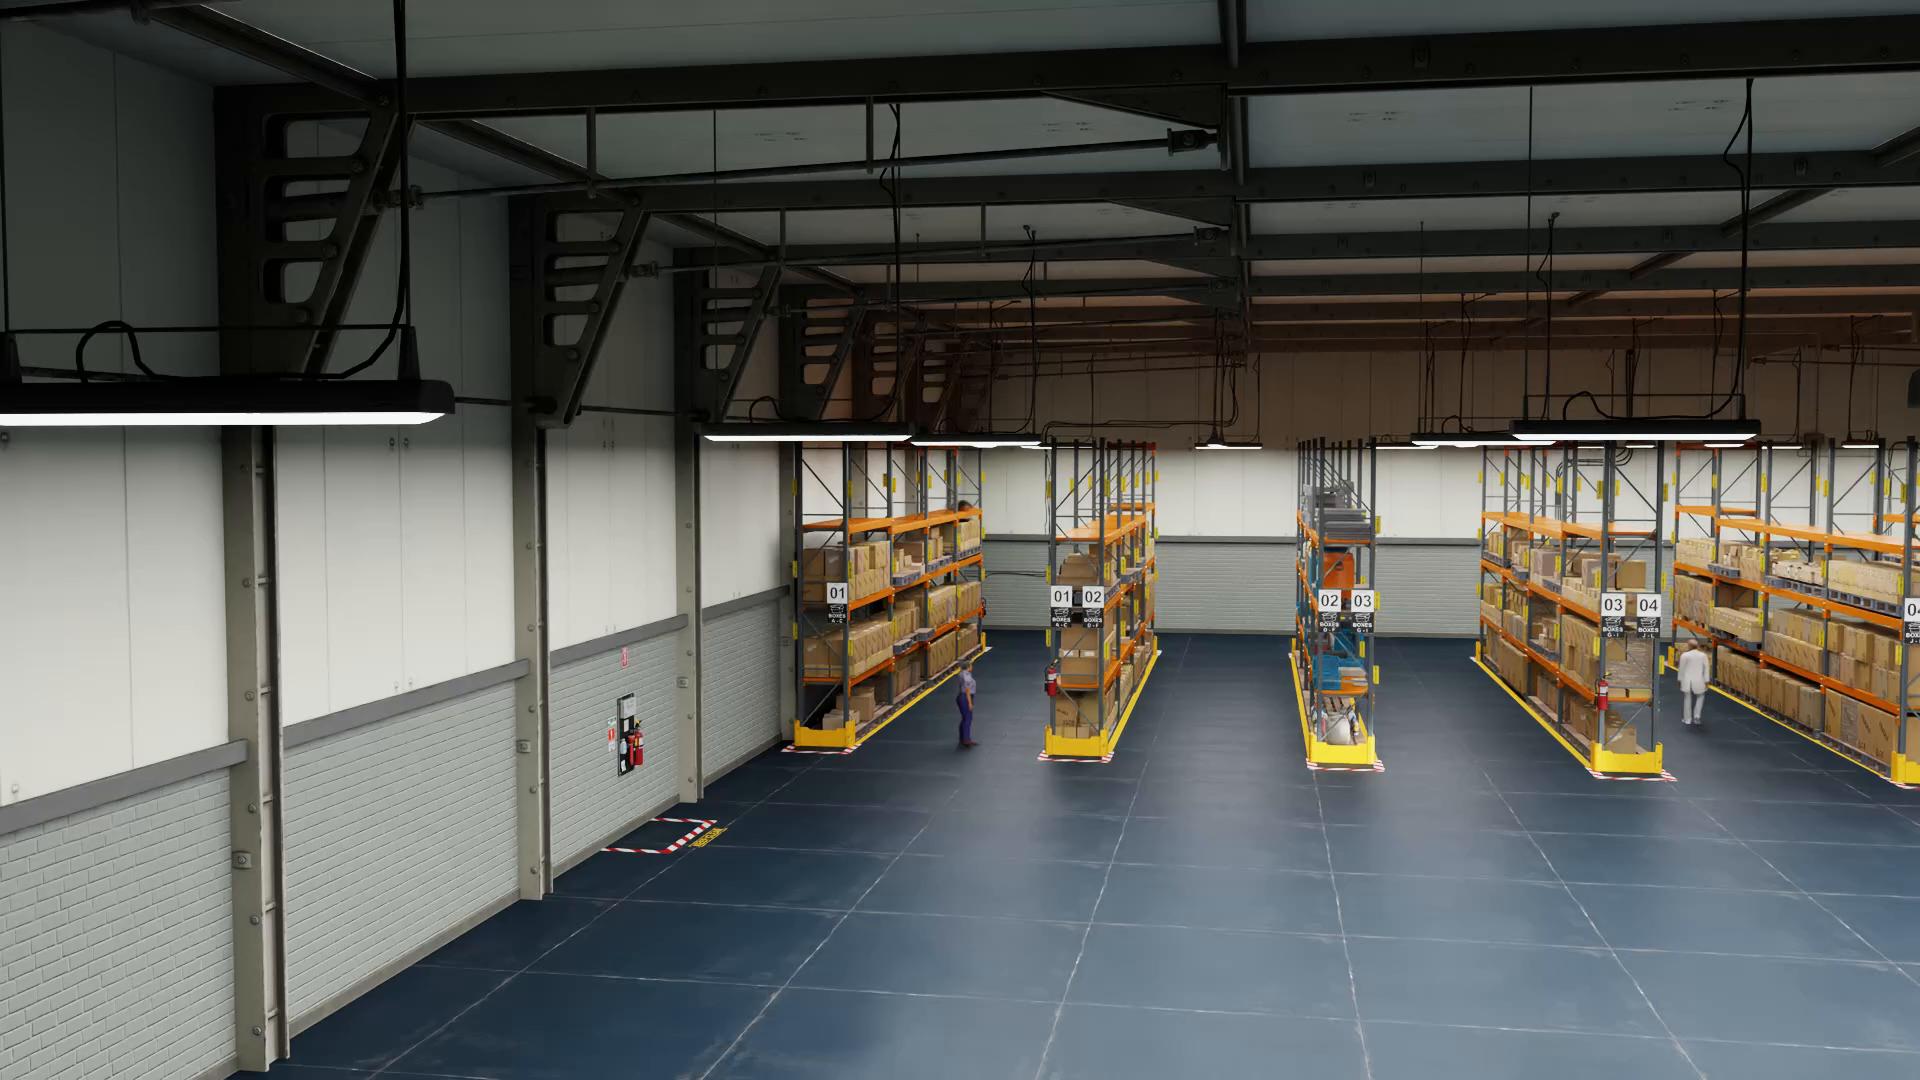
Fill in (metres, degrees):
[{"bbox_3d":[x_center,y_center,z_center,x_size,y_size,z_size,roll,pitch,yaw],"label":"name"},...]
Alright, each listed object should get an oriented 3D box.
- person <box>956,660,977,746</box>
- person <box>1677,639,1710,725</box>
[{"bbox_3d":[0.143,3.226,32.613,0.308,1.723,0.545,-1,3,-14],"label":"person"},{"bbox_3d":[15.404,2.998,34.918,0.624,1.834,0.521,2,4,36],"label":"person"}]
